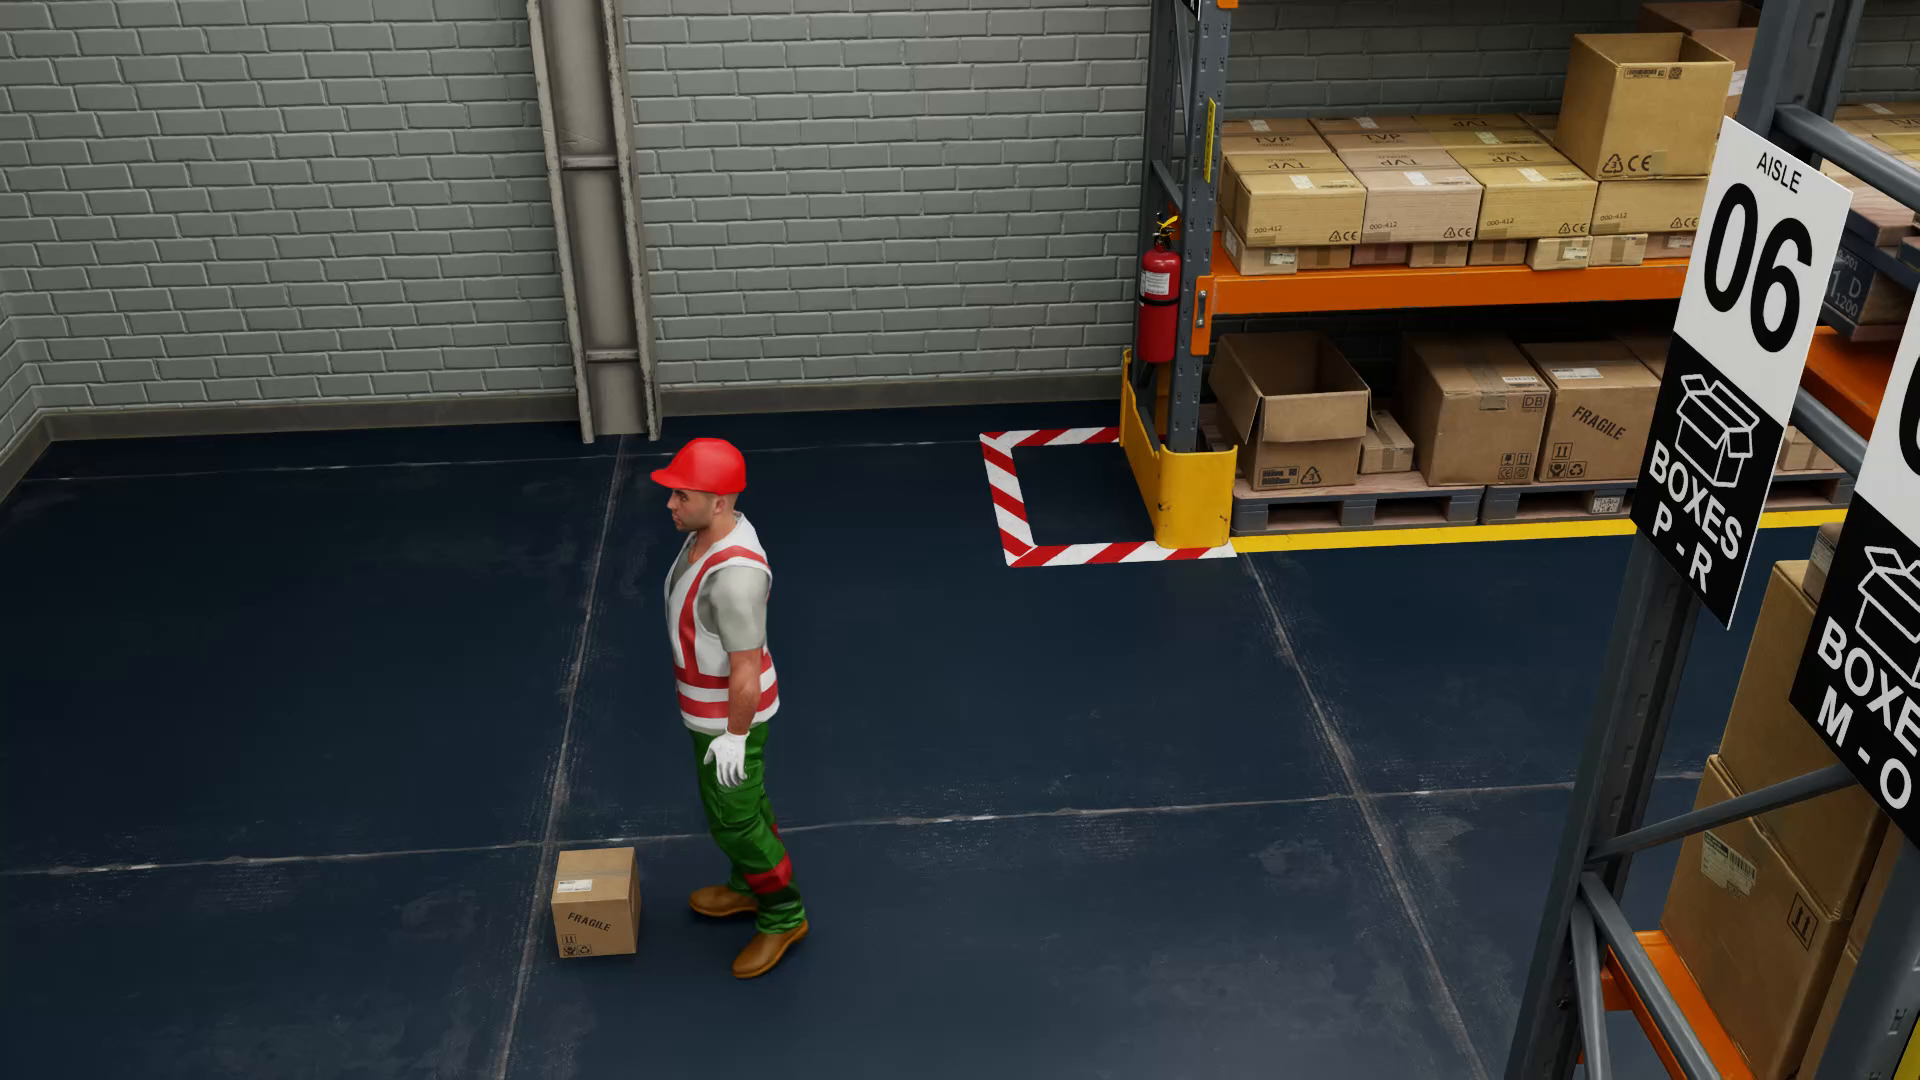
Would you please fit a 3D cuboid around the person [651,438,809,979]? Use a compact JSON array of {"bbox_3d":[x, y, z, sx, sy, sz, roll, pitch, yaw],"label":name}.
[{"bbox_3d":[-0.726,0.515,5.220,0.380,1.821,0.595,-7,32,-12],"label":"person"}]
